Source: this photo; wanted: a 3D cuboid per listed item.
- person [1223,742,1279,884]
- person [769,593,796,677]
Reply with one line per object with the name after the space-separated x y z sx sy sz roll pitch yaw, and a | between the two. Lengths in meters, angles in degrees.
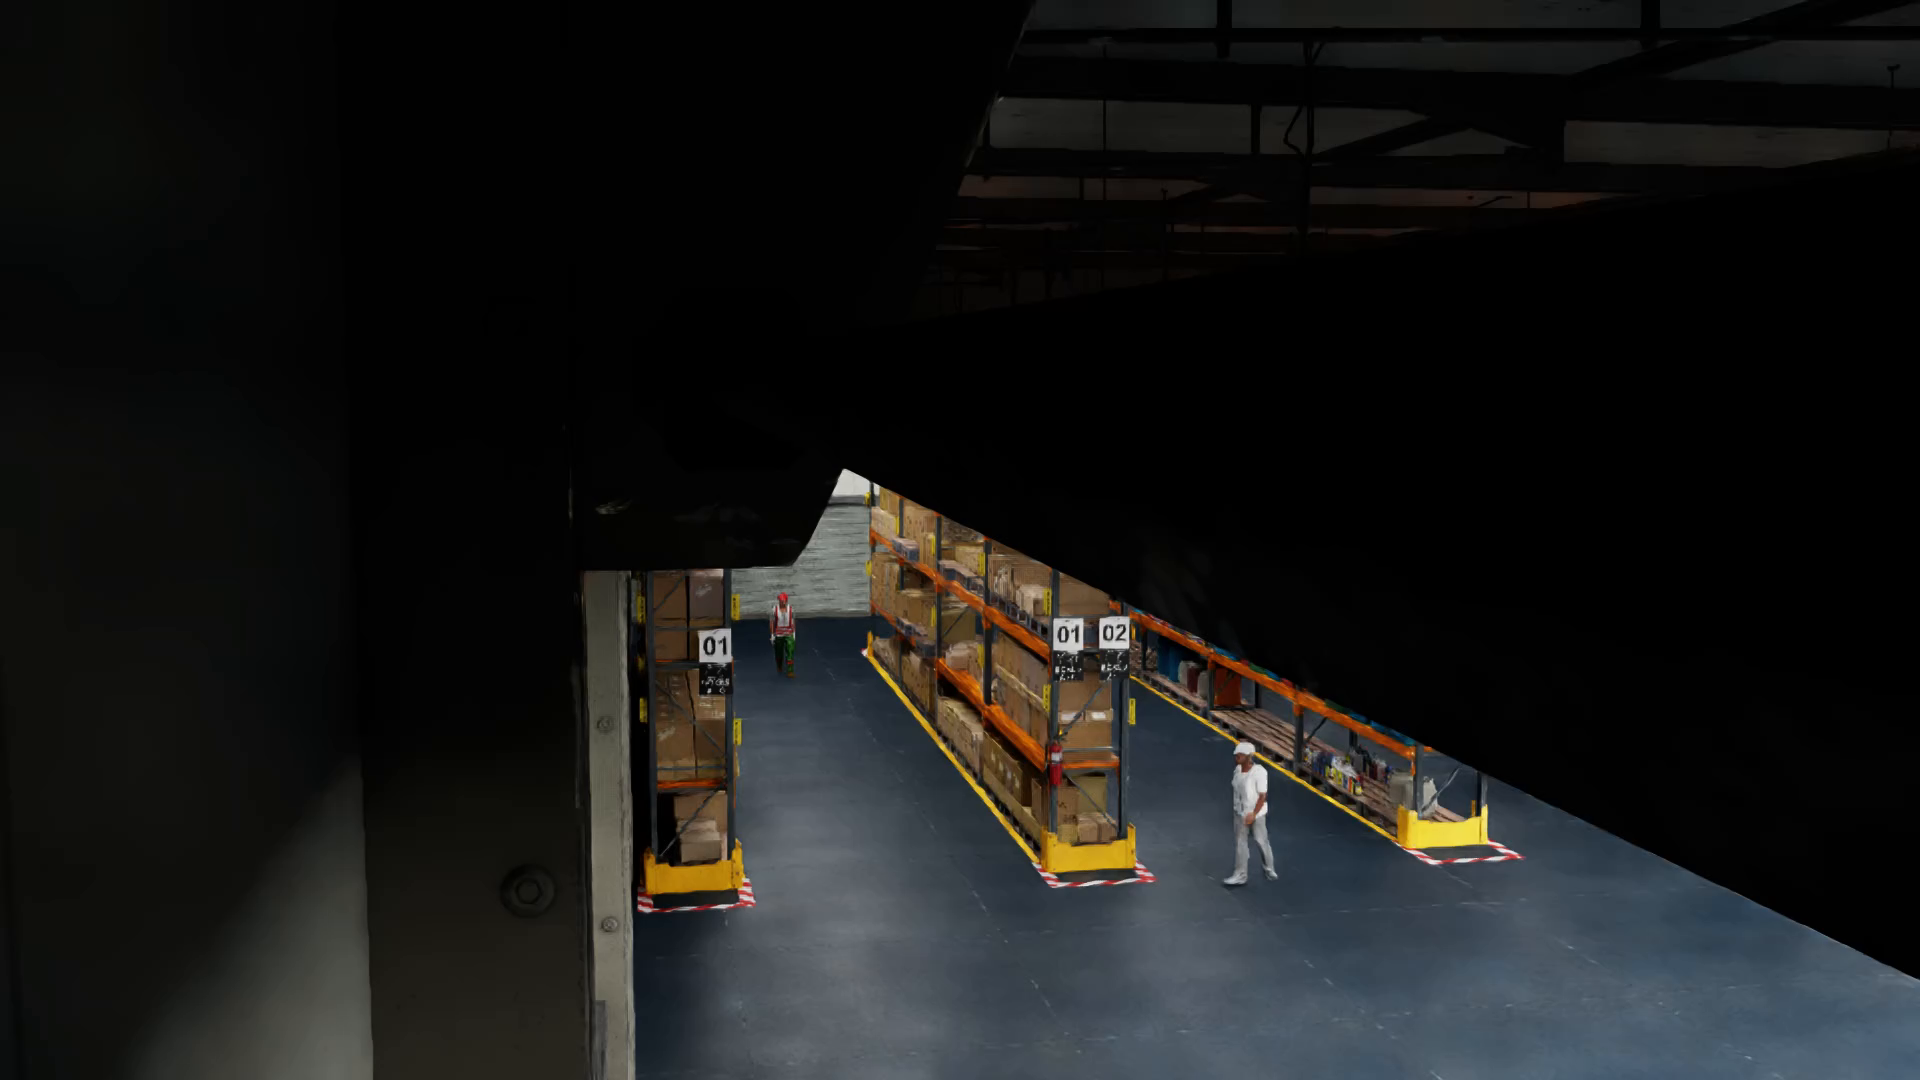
3.566 3.338 20.391 0.707 1.763 0.583 -5 8 -38 | person
-3.618 1.916 34.021 0.553 1.709 1.123 -1 6 -9 | person
